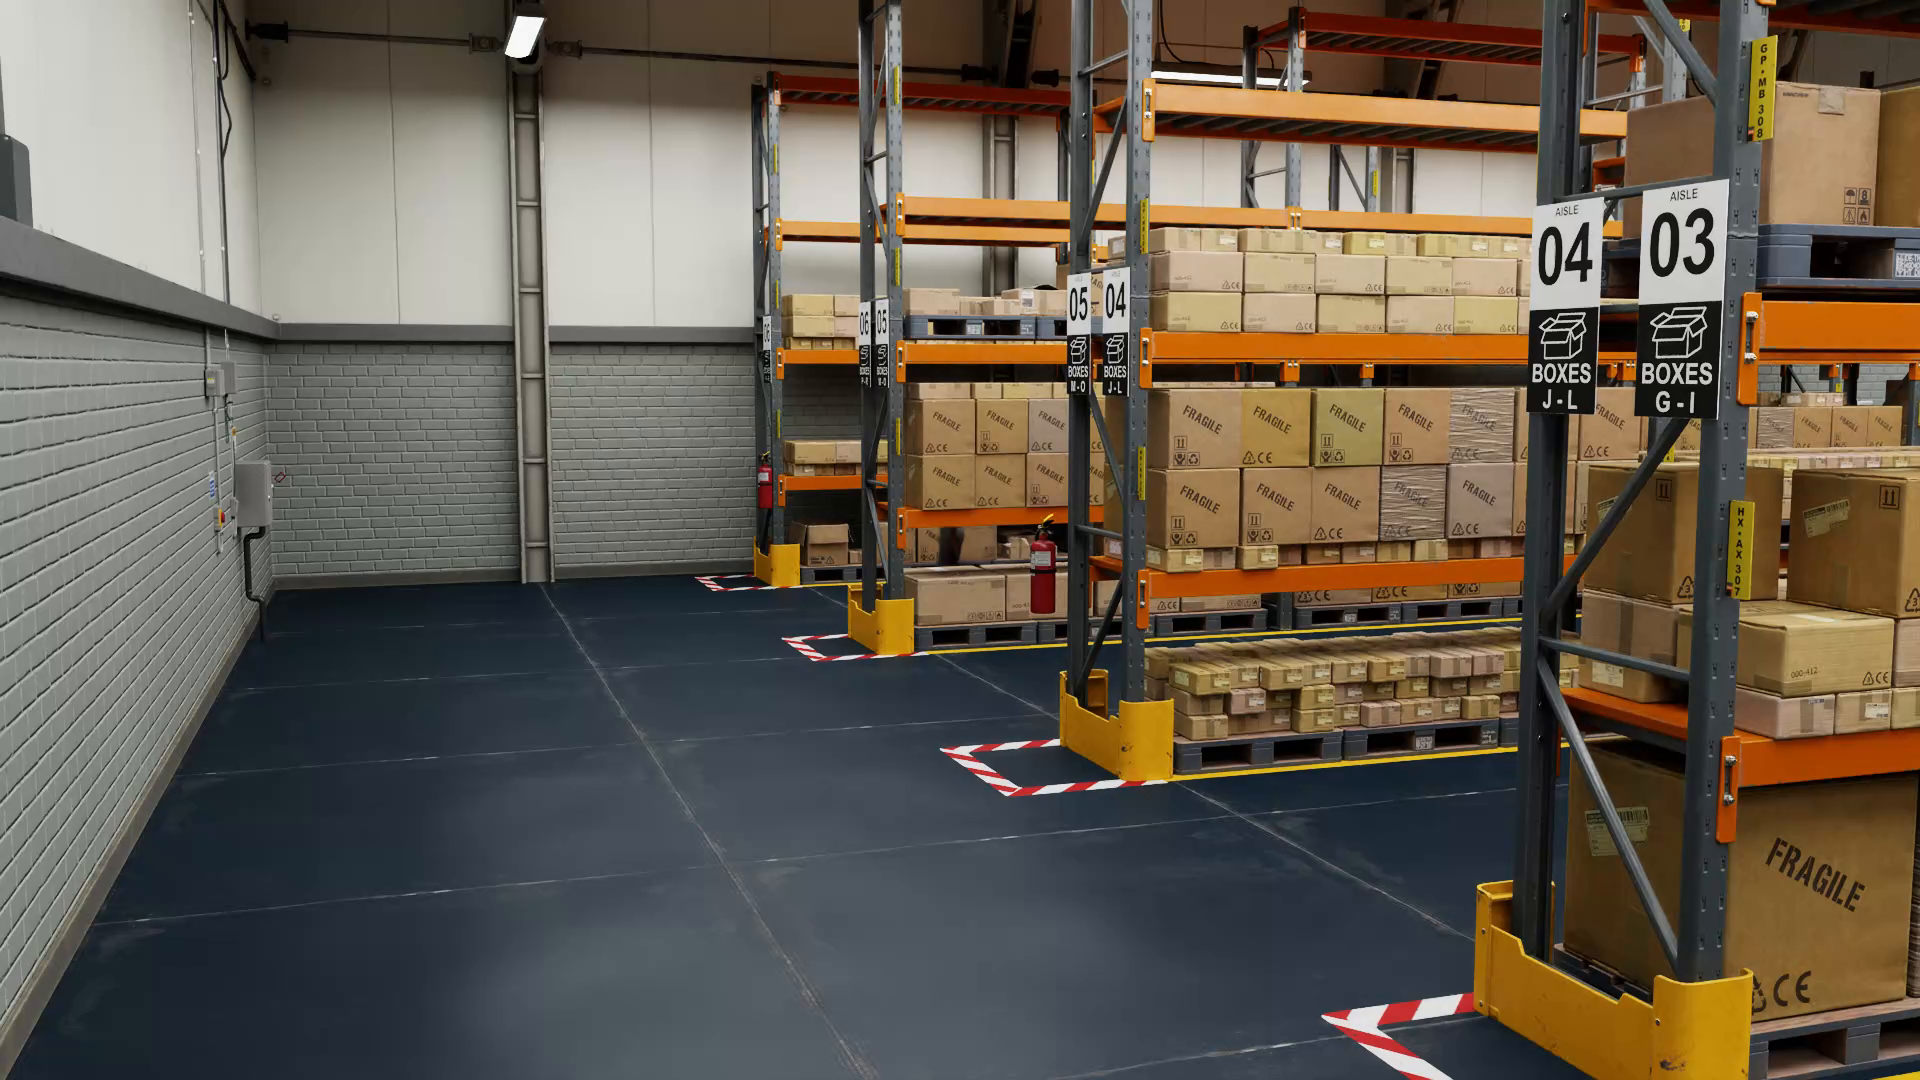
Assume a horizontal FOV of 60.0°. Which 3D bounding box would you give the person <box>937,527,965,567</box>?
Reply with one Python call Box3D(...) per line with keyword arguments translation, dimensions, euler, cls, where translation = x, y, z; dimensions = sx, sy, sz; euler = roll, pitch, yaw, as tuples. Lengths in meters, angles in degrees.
Box3D(translation=(-0.028, -0.033, 17.403), dimensions=(0.518, 1.650, 0.522), euler=(0, 6, -2), cls="person")
